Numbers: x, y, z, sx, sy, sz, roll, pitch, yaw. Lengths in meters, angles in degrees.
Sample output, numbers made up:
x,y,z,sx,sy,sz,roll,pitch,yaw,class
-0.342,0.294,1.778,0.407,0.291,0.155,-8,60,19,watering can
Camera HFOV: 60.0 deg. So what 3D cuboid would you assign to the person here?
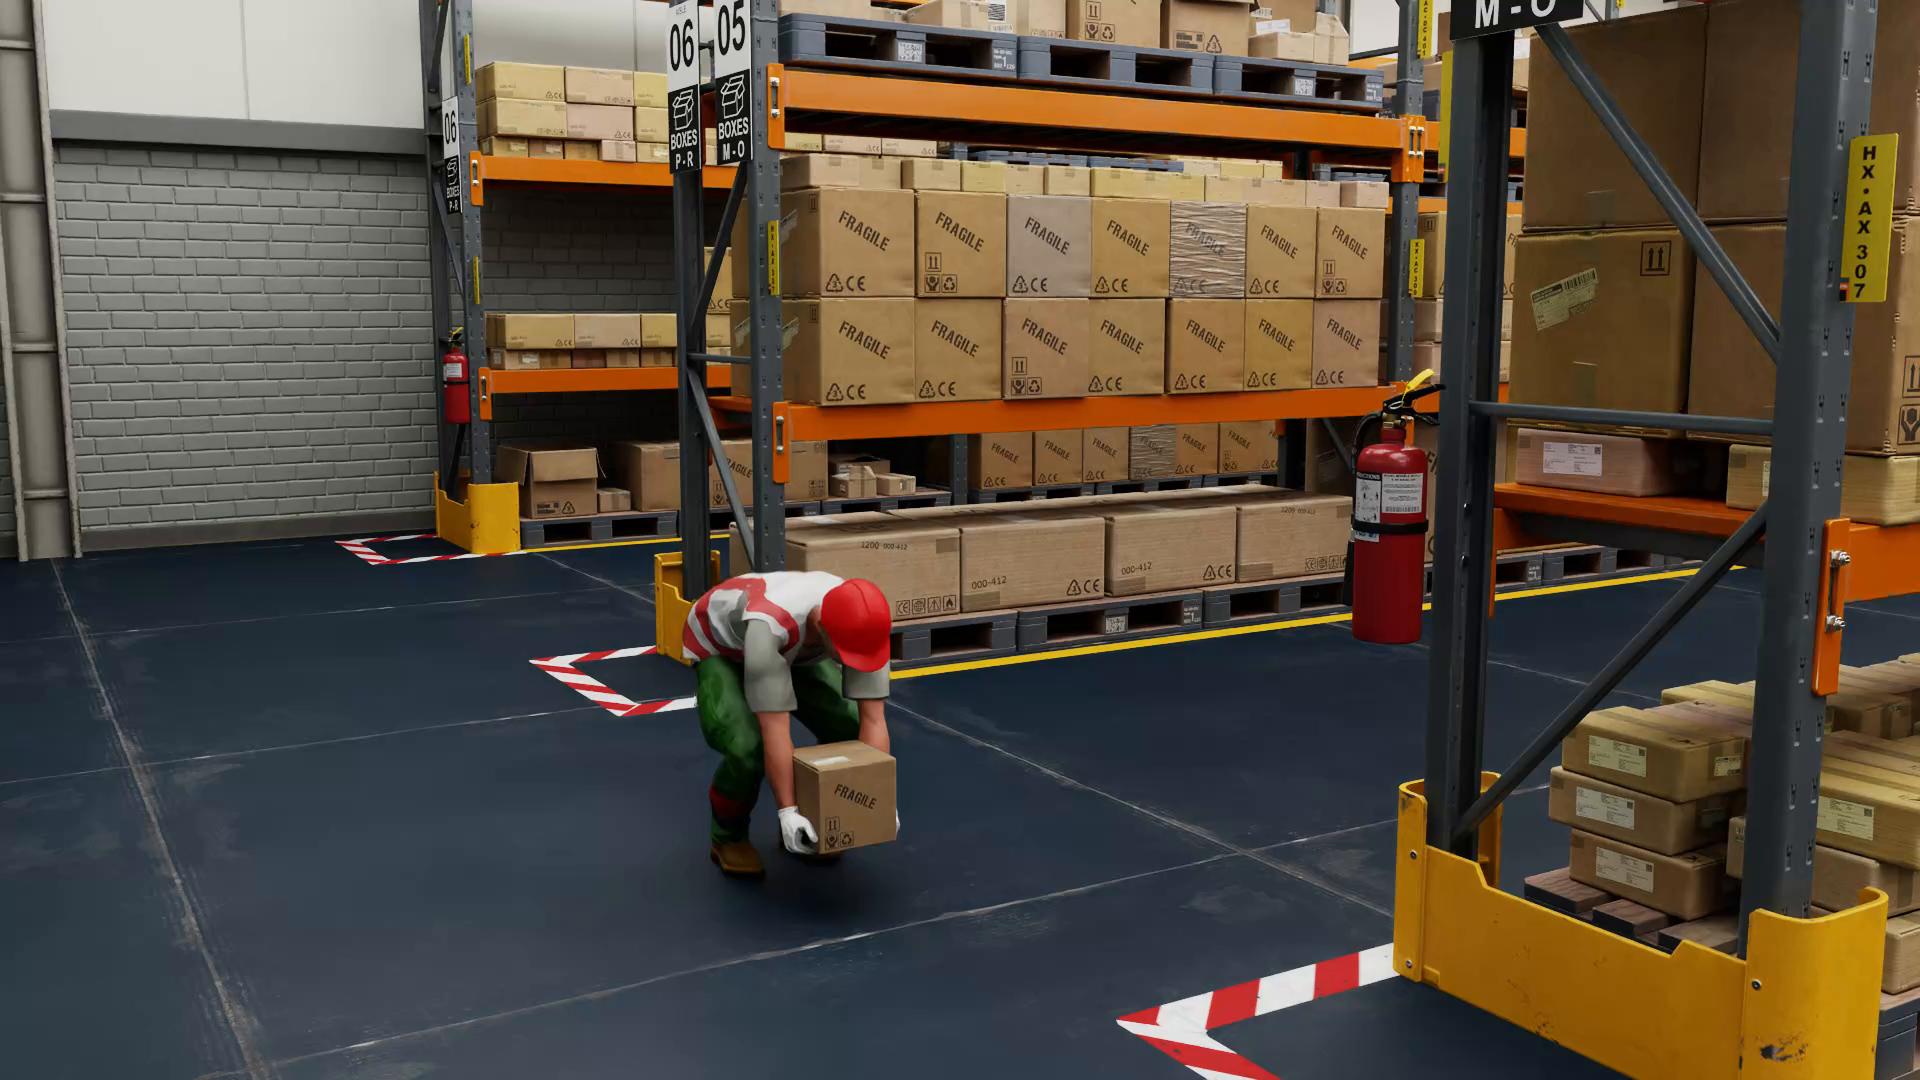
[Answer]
x,y,z,sx,sy,sz,roll,pitch,yaw,class
-0.511,0.558,5.151,0.535,0.987,0.950,-5,10,-33,person
